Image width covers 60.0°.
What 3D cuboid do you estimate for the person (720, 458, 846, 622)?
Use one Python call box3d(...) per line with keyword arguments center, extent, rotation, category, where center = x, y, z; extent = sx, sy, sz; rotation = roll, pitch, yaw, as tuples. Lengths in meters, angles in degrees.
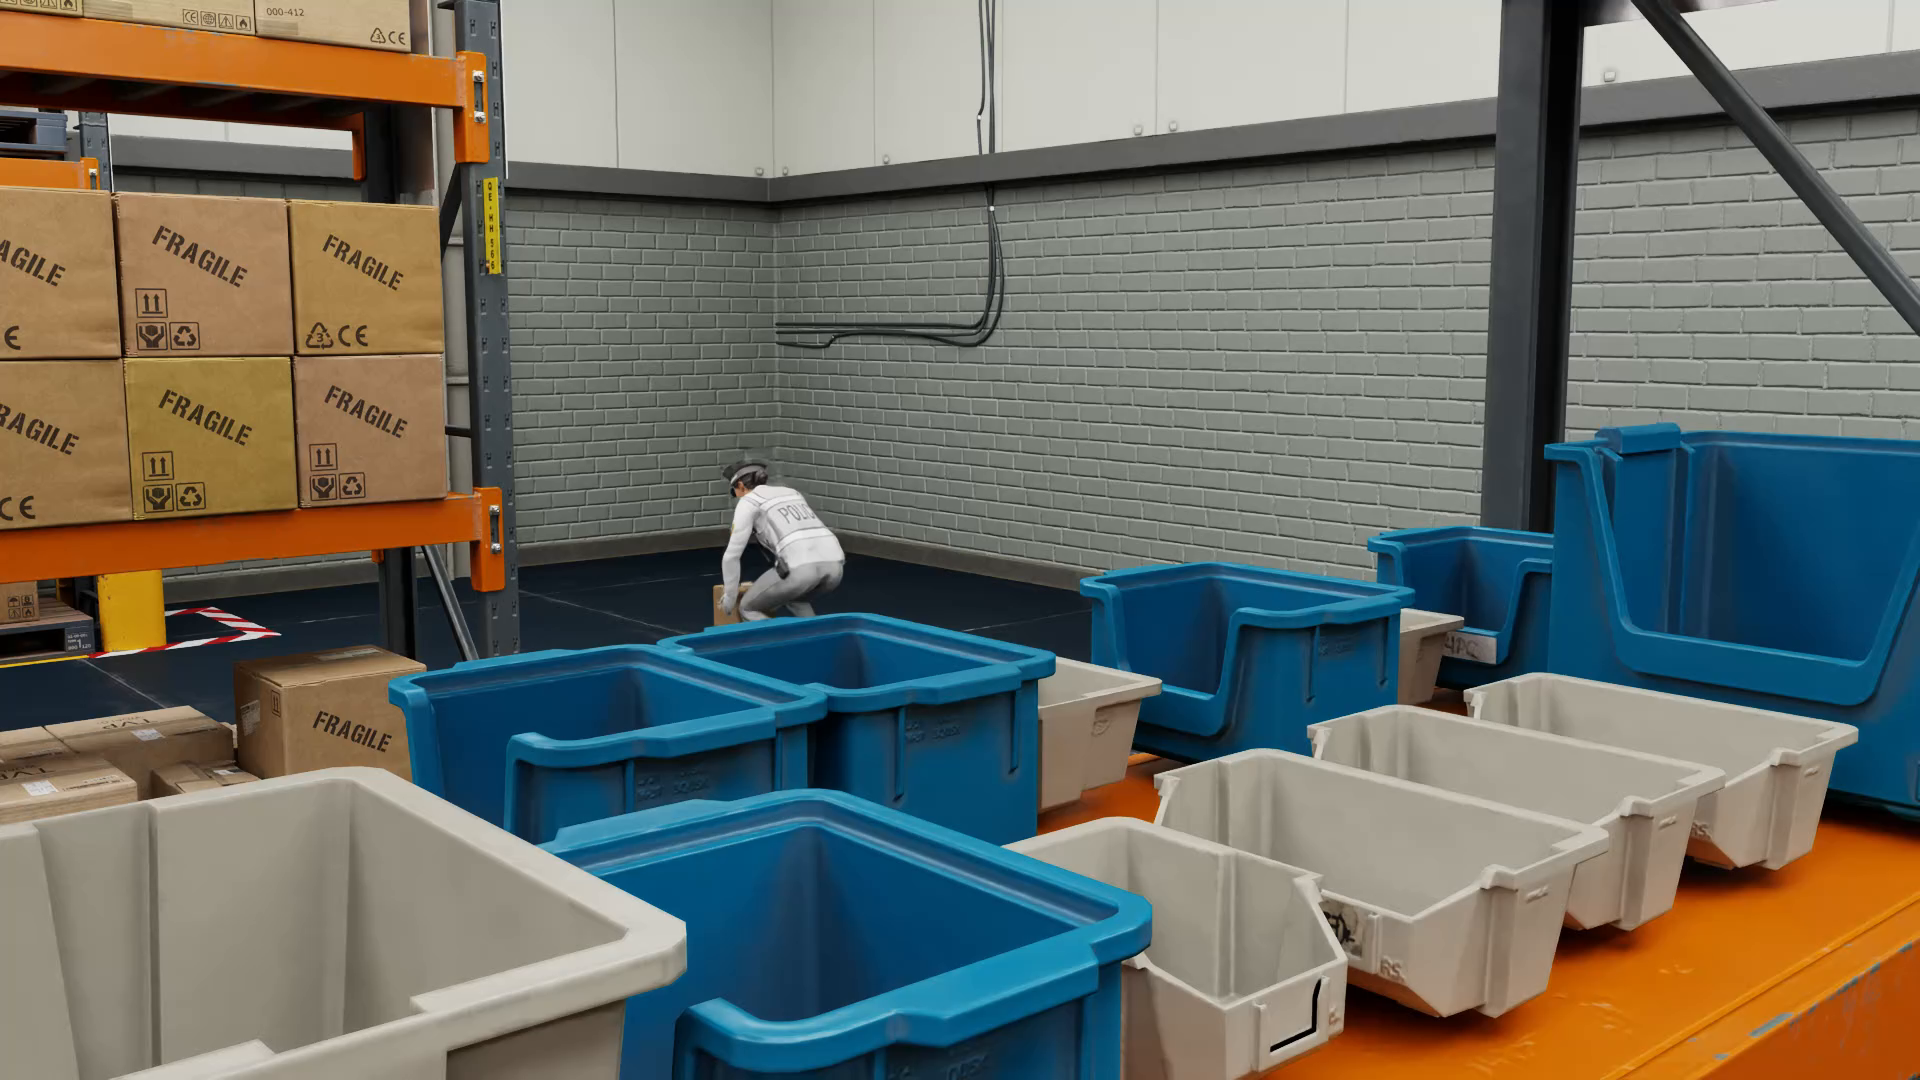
box3d(center=(-0.976, 0.161, 8.909), extent=(0.524, 1.188, 0.789), rotation=(-7, 10, -41), category="person")
